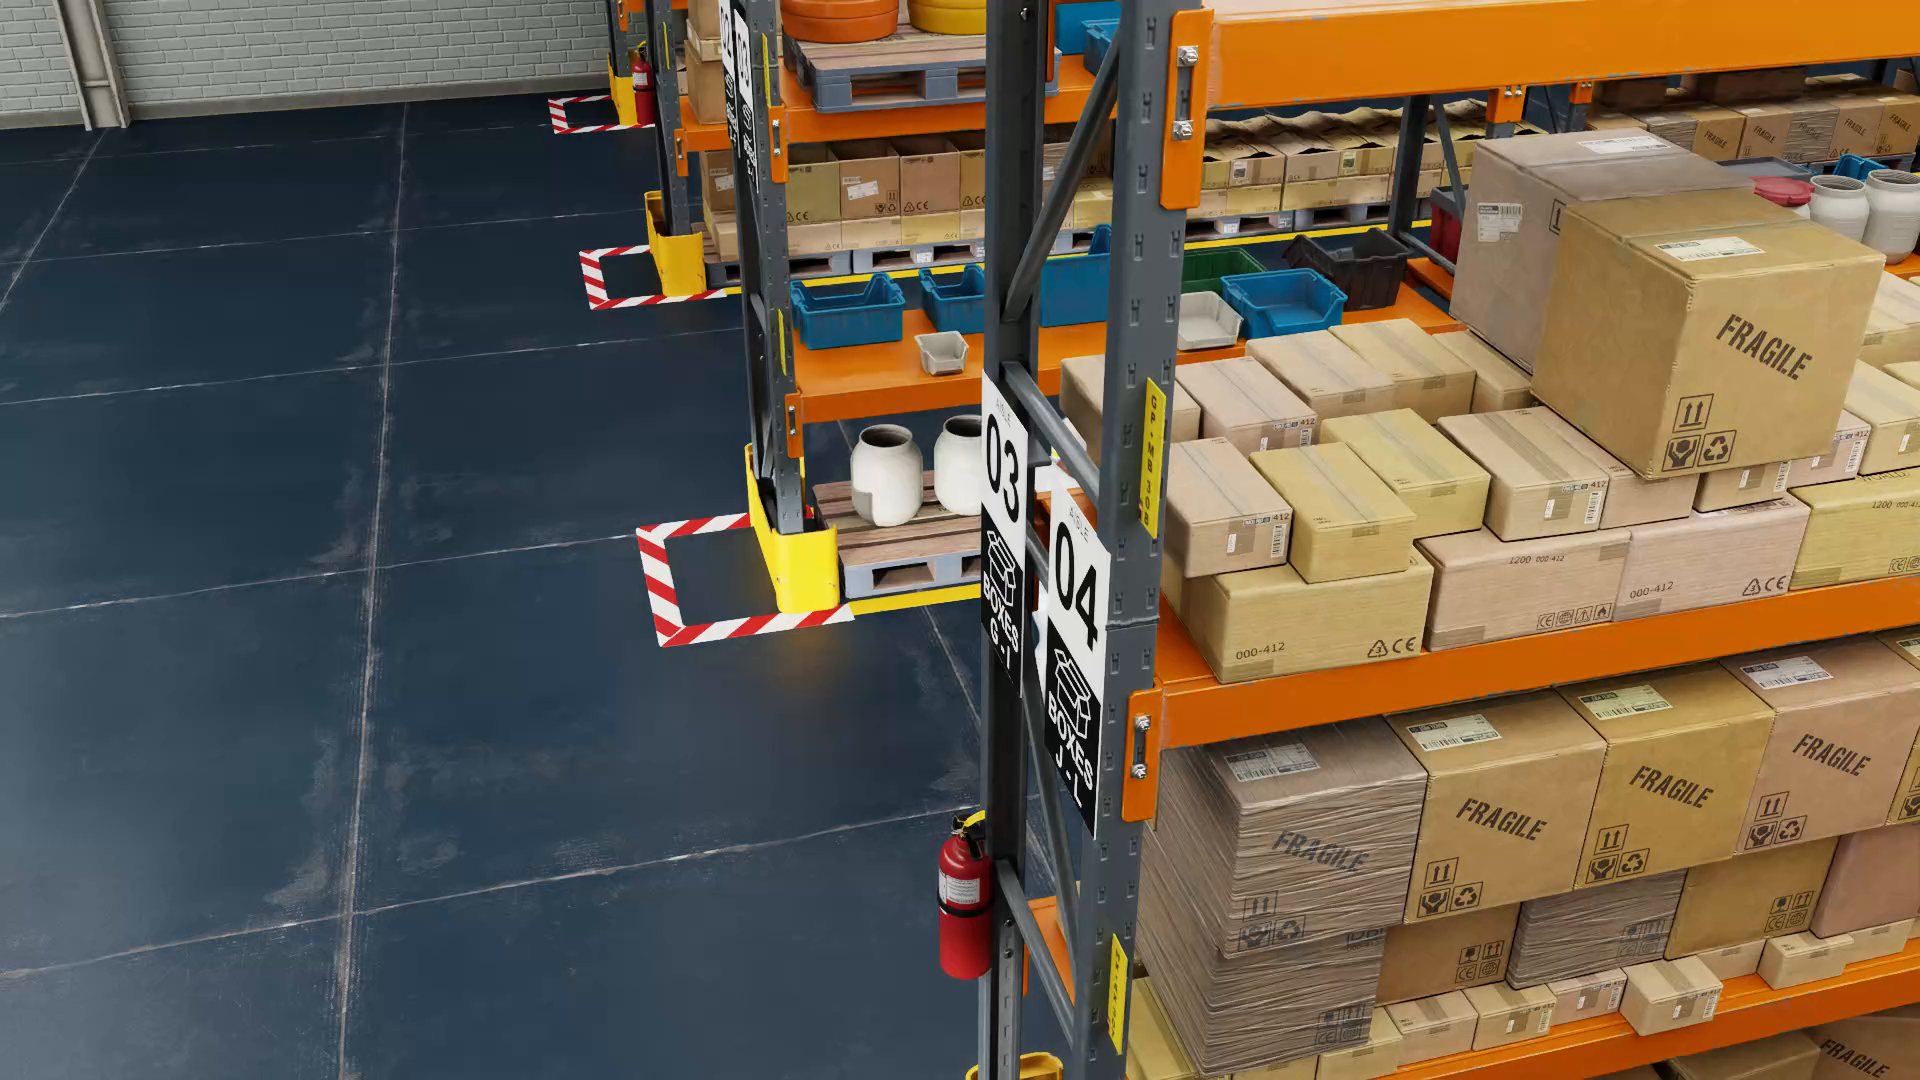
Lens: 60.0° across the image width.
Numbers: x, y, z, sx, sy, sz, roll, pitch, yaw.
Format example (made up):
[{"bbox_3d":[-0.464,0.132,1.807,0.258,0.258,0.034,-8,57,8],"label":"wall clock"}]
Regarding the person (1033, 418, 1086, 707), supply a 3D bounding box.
[{"bbox_3d":[0.491,0.223,7.837,0.457,1.761,0.628,-8,31,-13],"label":"person"}]
